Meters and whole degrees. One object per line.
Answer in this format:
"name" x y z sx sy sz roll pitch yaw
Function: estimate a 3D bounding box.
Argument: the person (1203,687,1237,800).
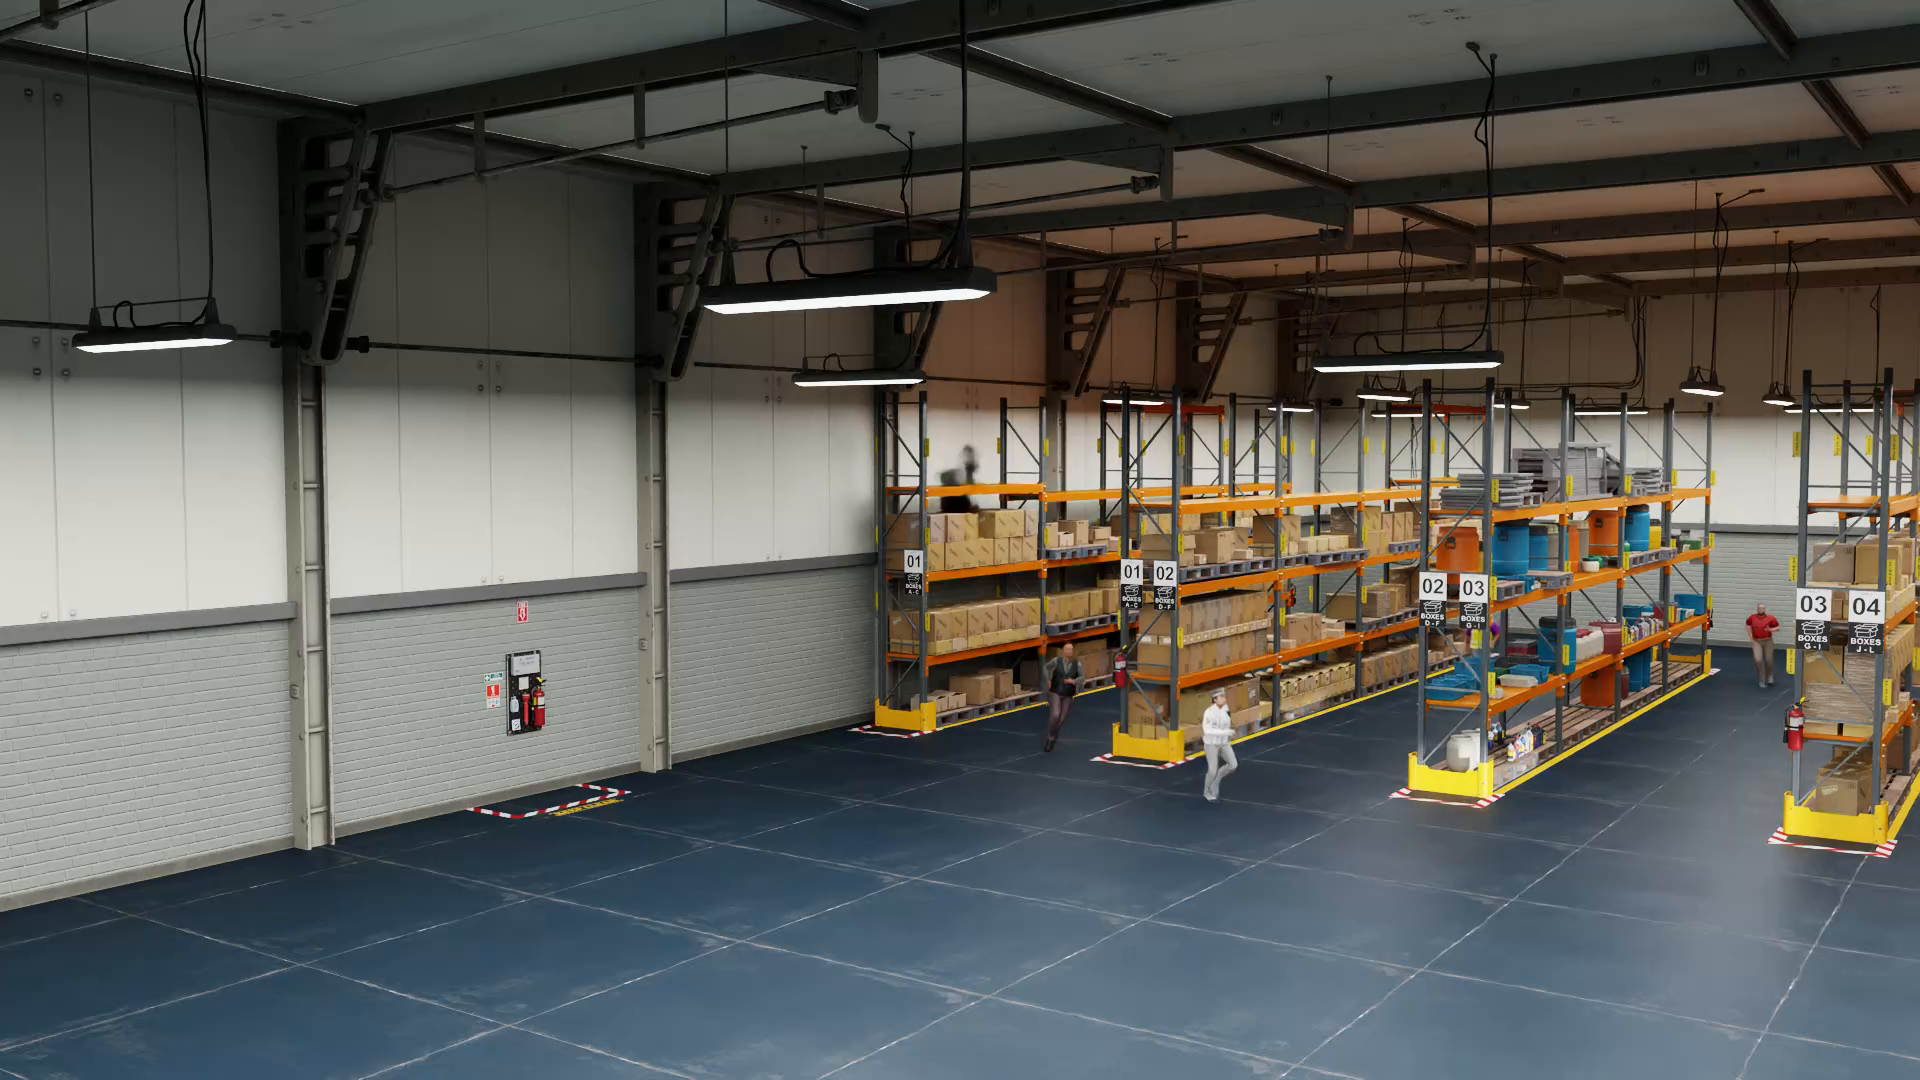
"person" 3.658 2.870 23.385 0.650 1.643 0.701 -2 4 -34

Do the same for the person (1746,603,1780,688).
"person" 16.845 2.216 34.920 0.659 1.788 0.746 2 4 27

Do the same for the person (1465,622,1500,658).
"person" 10.693 2.238 34.156 0.674 1.721 0.569 2 4 32

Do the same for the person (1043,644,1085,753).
"person" 1.672 2.550 27.093 0.690 1.748 0.674 -1 3 -10
